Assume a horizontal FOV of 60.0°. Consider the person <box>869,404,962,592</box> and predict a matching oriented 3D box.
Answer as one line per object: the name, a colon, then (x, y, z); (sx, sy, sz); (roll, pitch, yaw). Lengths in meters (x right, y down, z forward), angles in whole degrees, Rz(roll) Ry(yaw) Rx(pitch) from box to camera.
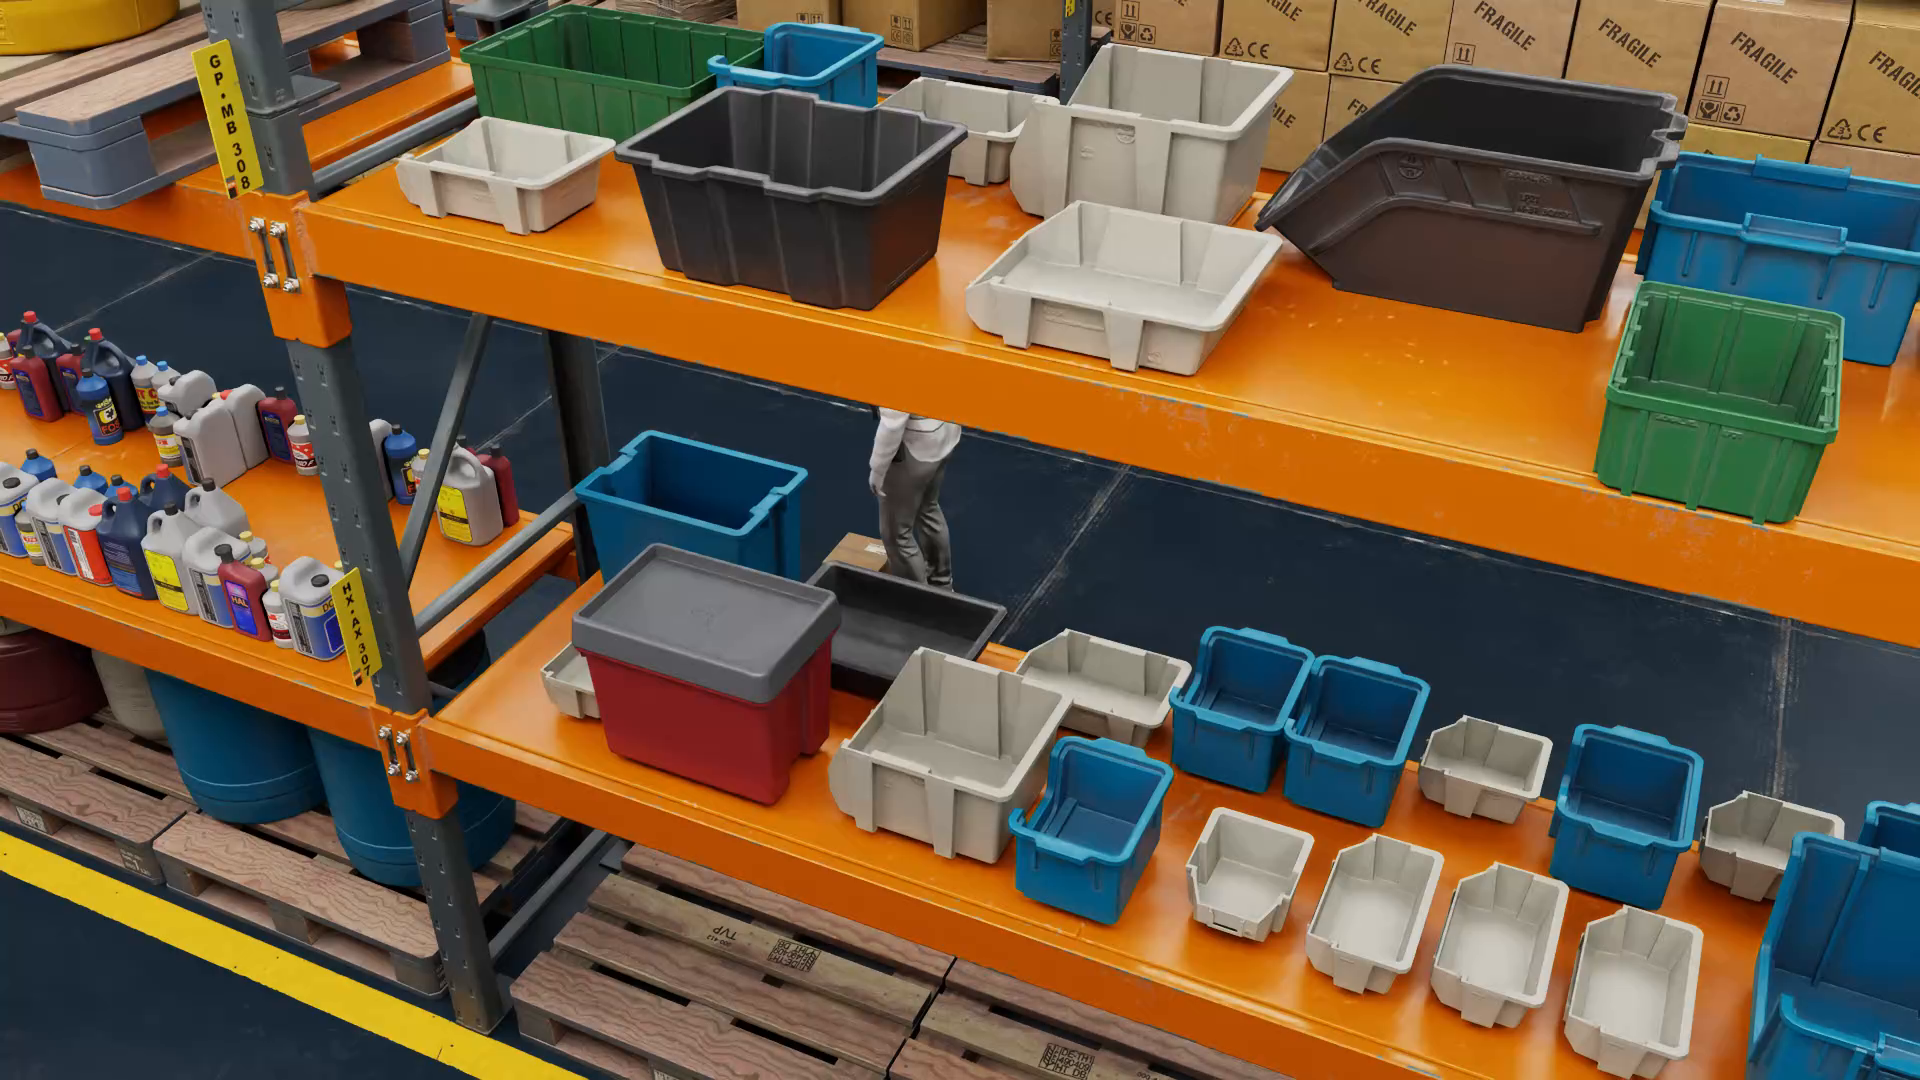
person: (-0.198, -0.377, 6.699); (0.371, 1.664, 0.529); (15, 37, 21)
